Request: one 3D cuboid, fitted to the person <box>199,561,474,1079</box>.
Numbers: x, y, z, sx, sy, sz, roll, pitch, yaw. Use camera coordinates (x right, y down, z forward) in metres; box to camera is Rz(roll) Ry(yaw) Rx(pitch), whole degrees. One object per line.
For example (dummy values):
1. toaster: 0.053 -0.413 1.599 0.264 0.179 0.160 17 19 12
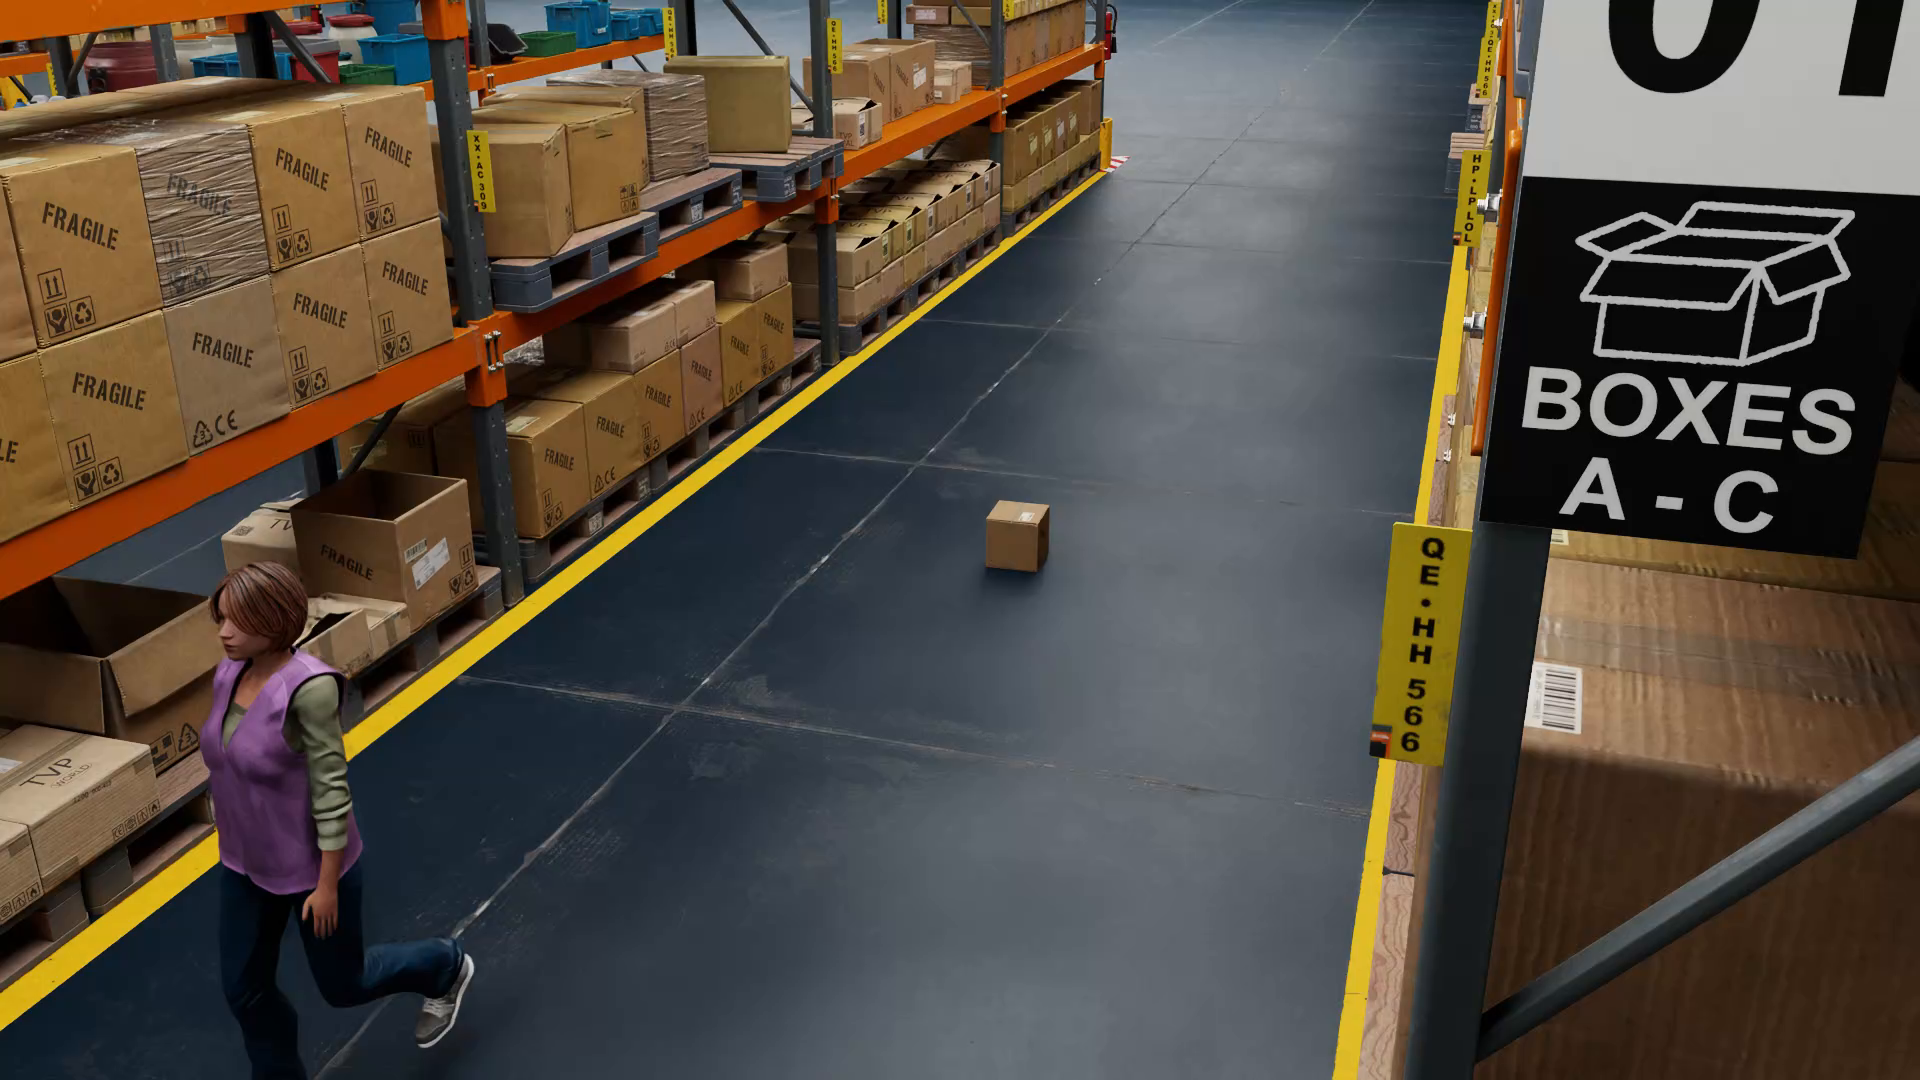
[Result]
1. person: -1.623 0.782 4.173 0.412 1.567 0.788 12 25 26
